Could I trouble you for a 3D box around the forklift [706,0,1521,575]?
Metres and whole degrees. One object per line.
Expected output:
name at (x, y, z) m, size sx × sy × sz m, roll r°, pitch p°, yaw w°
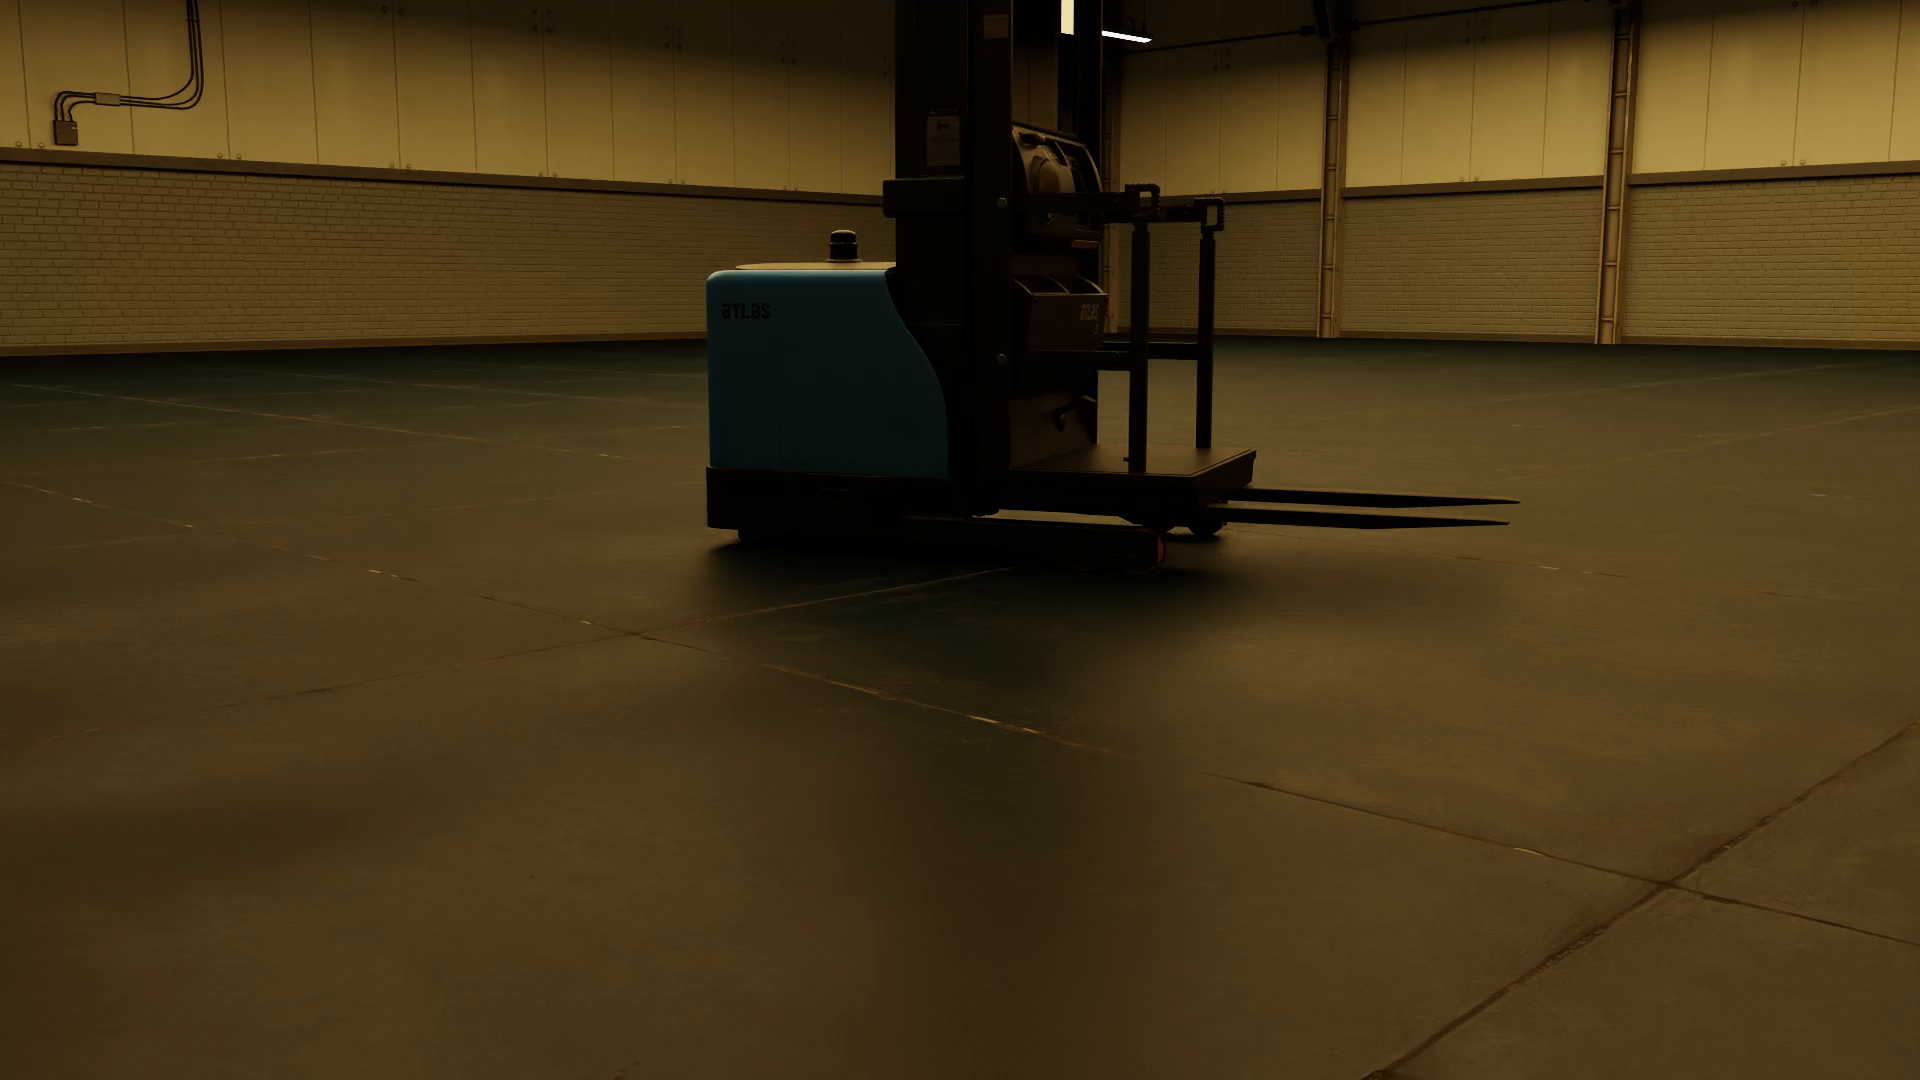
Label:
forklift at (0.565, -1.416, 6.275) m, size 3.031 × 2.935 × 1.130 m, roll 3°, pitch 9°, yaw 22°
